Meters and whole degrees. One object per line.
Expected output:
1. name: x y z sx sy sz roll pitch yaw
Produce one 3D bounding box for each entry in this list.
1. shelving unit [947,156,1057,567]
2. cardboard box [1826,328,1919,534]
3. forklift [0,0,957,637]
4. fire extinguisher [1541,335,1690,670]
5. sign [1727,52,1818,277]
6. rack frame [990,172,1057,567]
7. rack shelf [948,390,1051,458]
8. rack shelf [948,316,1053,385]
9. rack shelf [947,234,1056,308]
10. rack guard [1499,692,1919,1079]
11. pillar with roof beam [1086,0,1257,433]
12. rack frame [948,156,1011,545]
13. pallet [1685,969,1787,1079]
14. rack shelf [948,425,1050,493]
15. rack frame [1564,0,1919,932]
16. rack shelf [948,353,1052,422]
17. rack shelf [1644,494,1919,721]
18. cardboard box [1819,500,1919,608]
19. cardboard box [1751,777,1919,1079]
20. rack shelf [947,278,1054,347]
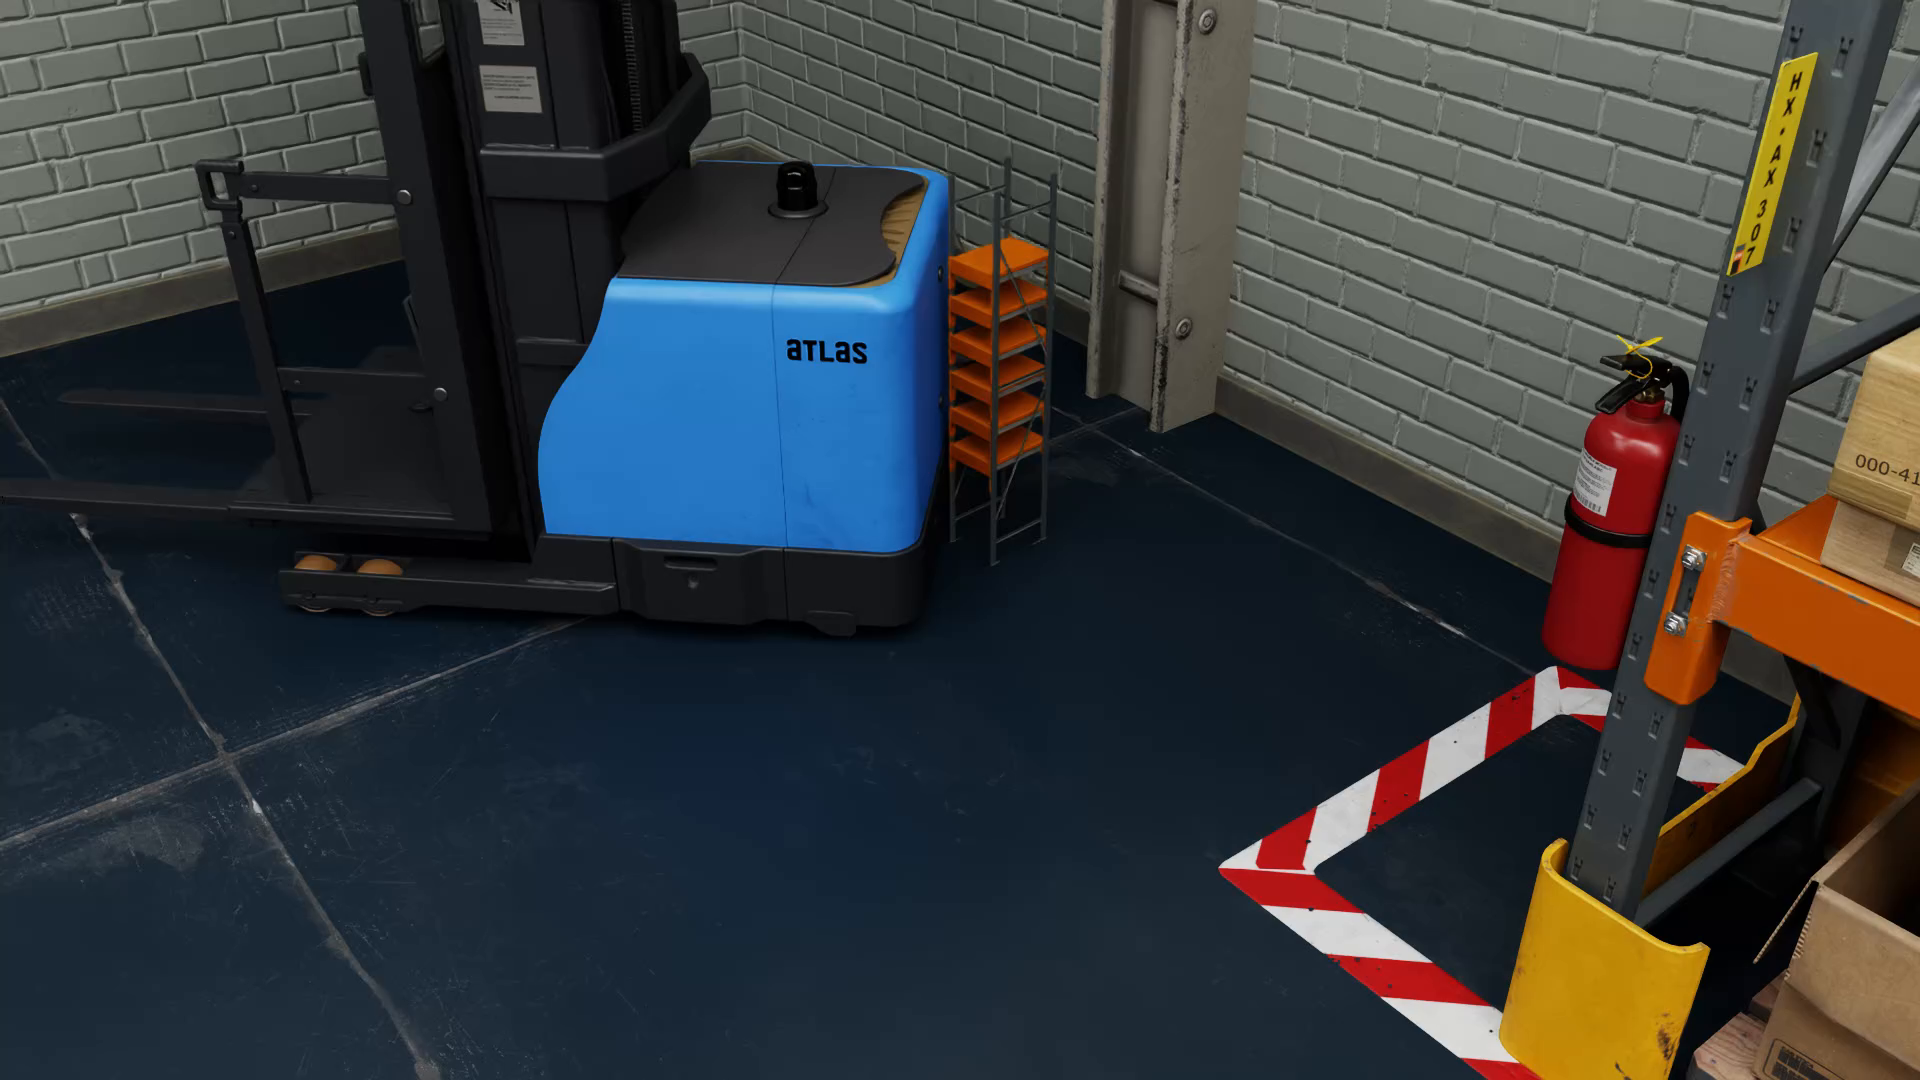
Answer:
1. shelving unit: 0.119 -0.504 4.925 0.258 1.200 0.189 -26 40 -35
2. cardboard box: 1.707 -0.151 2.511 0.500 0.250 0.500 -22 38 -31
3. forklift: -1.562 -1.294 4.555 3.031 2.935 1.130 3 32 5
4. fire extinguisher: 1.186 -0.085 2.971 0.296 0.674 0.183 -22 38 -31
5. sign: 1.213 -0.557 2.483 0.100 0.325 0.005 -22 38 -31
6. rack frame: 0.181 -0.469 4.868 0.240 1.200 0.006 -26 40 -35
7. rack shelf: 0.119 -0.364 5.011 0.258 0.103 0.180 -26 40 -35
8. rack shelf: 0.119 -0.568 4.885 0.258 0.103 0.180 -26 40 -35
9. rack shelf: 0.119 -0.772 4.758 0.258 0.103 0.180 -26 40 -35
10. rack guard: 1.688 0.729 3.603 1.175 0.500 0.348 -22 38 -31
11. pillar with roof beam: -2.700 -2.936 1.448 9.100 9.000 0.400 -22 38 -31
12. rack frame: 0.056 -0.539 4.981 0.240 1.200 0.006 -26 40 -35
13. pallet: 2.178 1.183 3.145 1.003 0.211 1.213 -22 38 -31
14. rack shelf: 0.119 -0.263 5.075 0.258 0.103 0.180 -26 40 -35
15. rack frame: 1.642 -0.365 2.995 1.000 3.000 0.127 -22 38 -31
16. rack shelf: 0.119 -0.466 4.948 0.258 0.103 0.180 -26 40 -35
17. rack shelf: 2.868 0.774 1.842 1.077 0.370 4.000 -22 38 -31
18. cardboard box: 1.627 -0.032 2.697 0.380 0.149 0.250 -23 38 -32
19. cardboard box: 1.942 0.803 3.083 0.797 0.503 0.637 -24 39 -33
20. rack shelf: 0.119 -0.670 4.821 0.258 0.103 0.180 -26 40 -35
